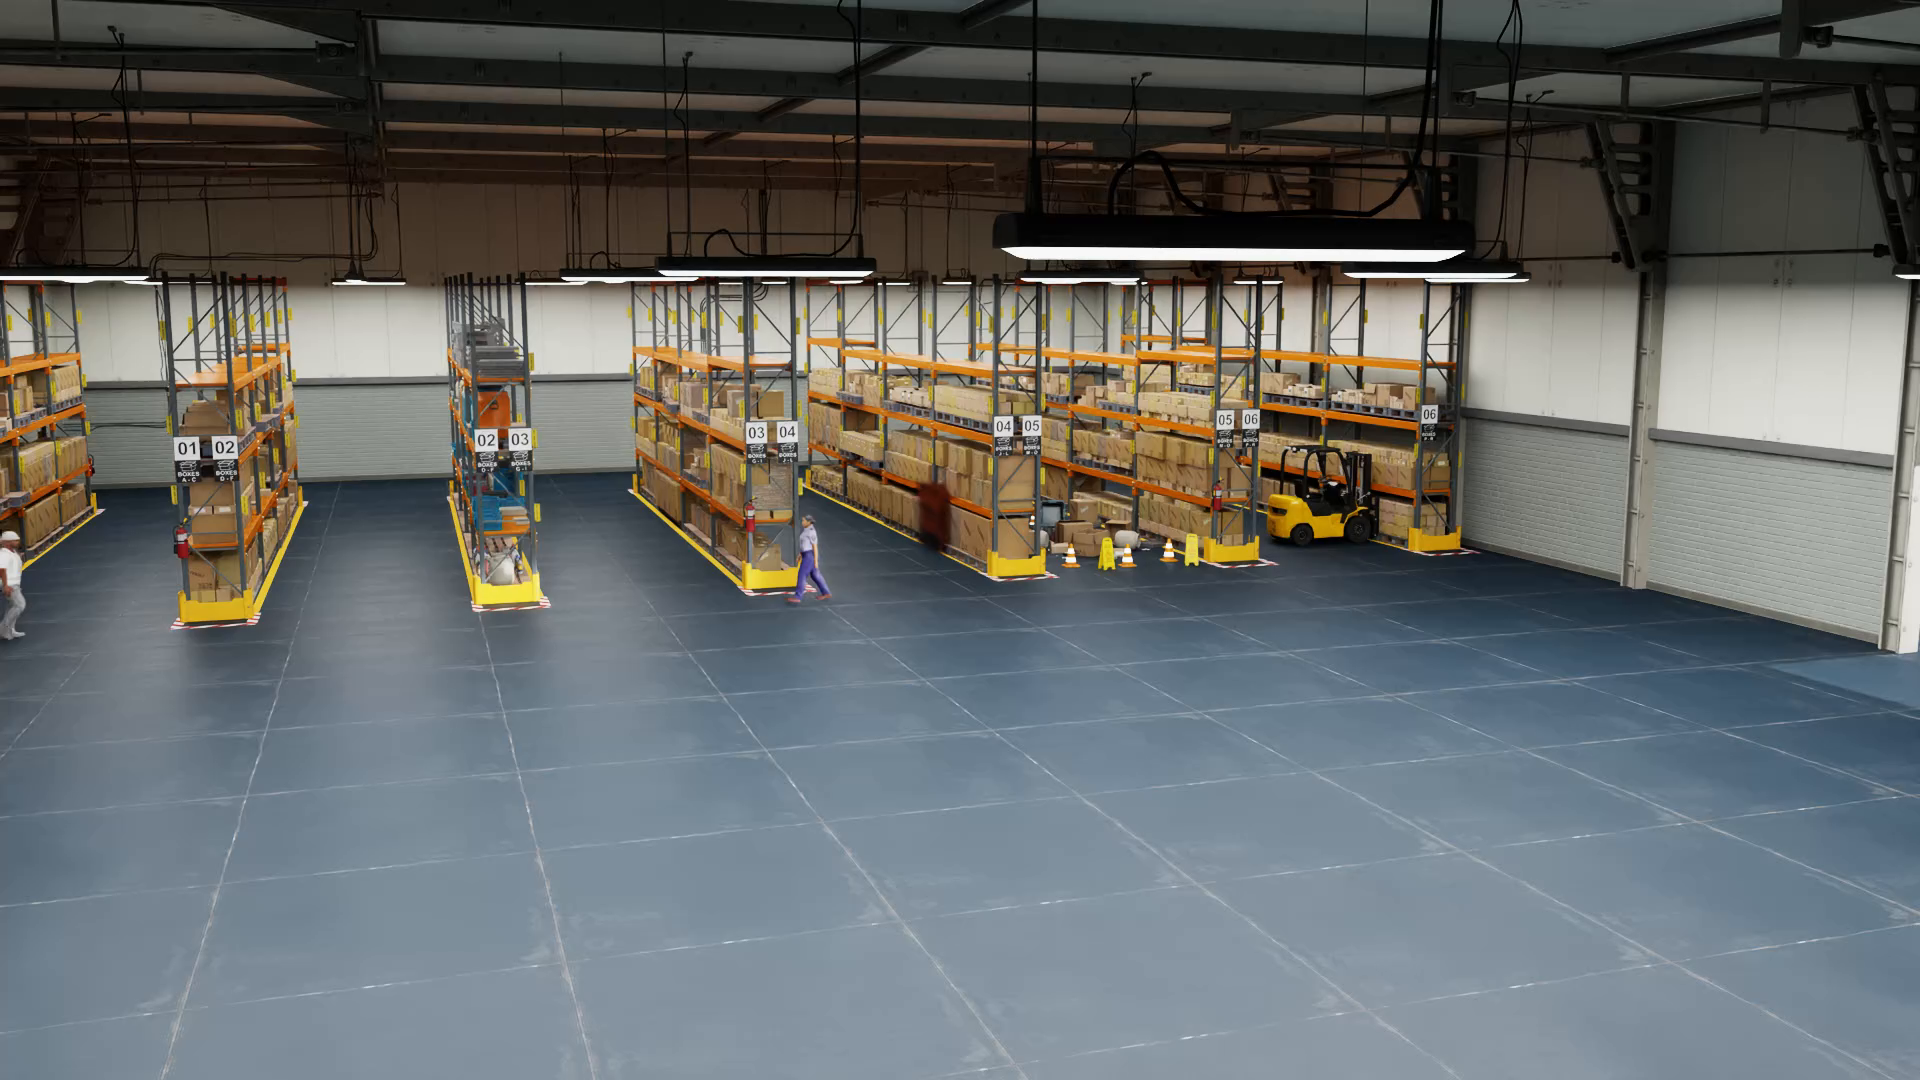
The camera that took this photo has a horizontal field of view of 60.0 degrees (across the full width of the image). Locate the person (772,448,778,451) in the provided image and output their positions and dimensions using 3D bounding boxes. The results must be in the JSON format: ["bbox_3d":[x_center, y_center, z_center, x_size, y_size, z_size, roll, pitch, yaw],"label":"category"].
[{"bbox_3d":[-5.368,-2.306,47.692,0.676,1.549,0.707,-1,9,-7],"label":"person"}]

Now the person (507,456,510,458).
[{"bbox_3d":[-12.664,-2.115,46.742,0.641,1.577,0.447,2,9,10],"label":"person"}]

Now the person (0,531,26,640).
[{"bbox_3d":[-15.563,0.737,27.267,0.449,1.767,0.611,-3,9,-16],"label":"person"}]

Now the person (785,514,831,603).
[{"bbox_3d":[-2.798,0.332,30.551,0.847,1.619,0.510,-1,9,-7],"label":"person"}]
